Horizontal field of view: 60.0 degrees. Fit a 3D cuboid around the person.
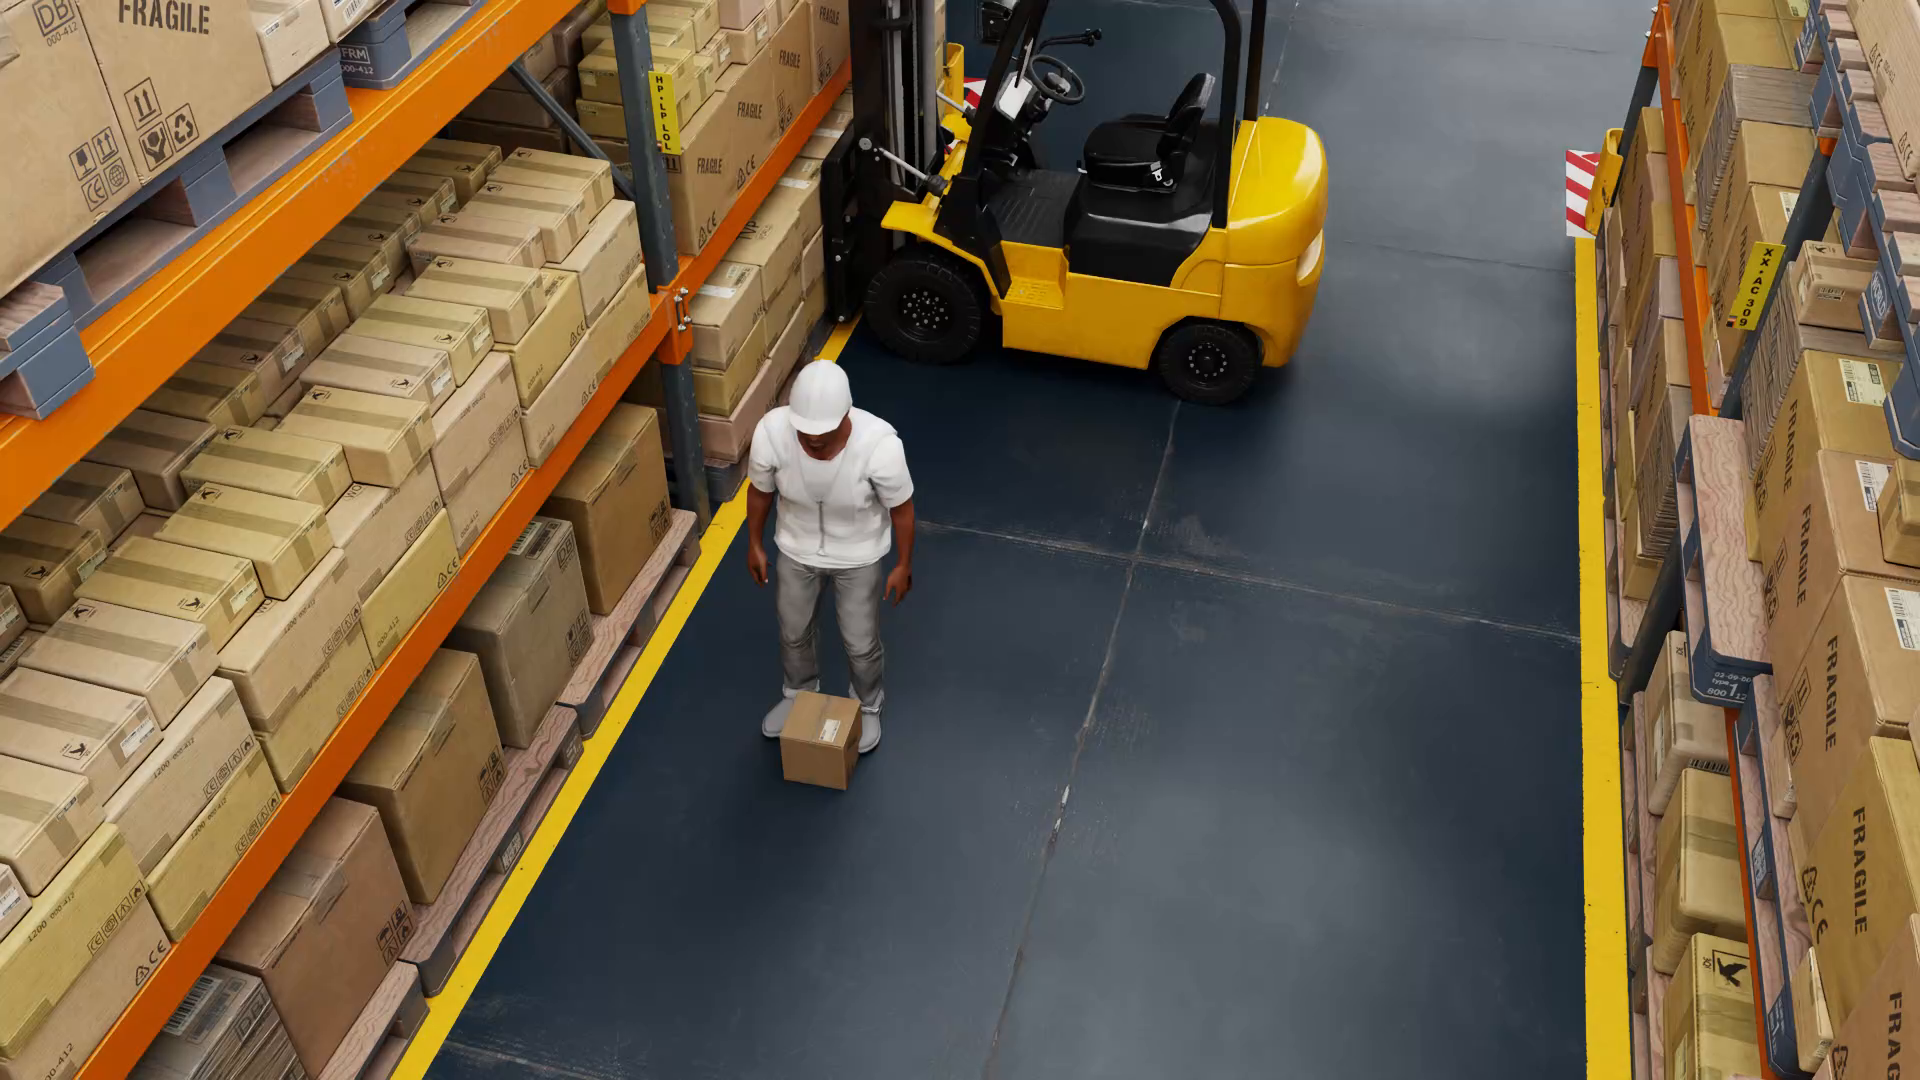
[{"bbox_3d":[-0.478,0.056,6.081,0.629,1.759,0.460,8,41,9],"label":"person"}]
